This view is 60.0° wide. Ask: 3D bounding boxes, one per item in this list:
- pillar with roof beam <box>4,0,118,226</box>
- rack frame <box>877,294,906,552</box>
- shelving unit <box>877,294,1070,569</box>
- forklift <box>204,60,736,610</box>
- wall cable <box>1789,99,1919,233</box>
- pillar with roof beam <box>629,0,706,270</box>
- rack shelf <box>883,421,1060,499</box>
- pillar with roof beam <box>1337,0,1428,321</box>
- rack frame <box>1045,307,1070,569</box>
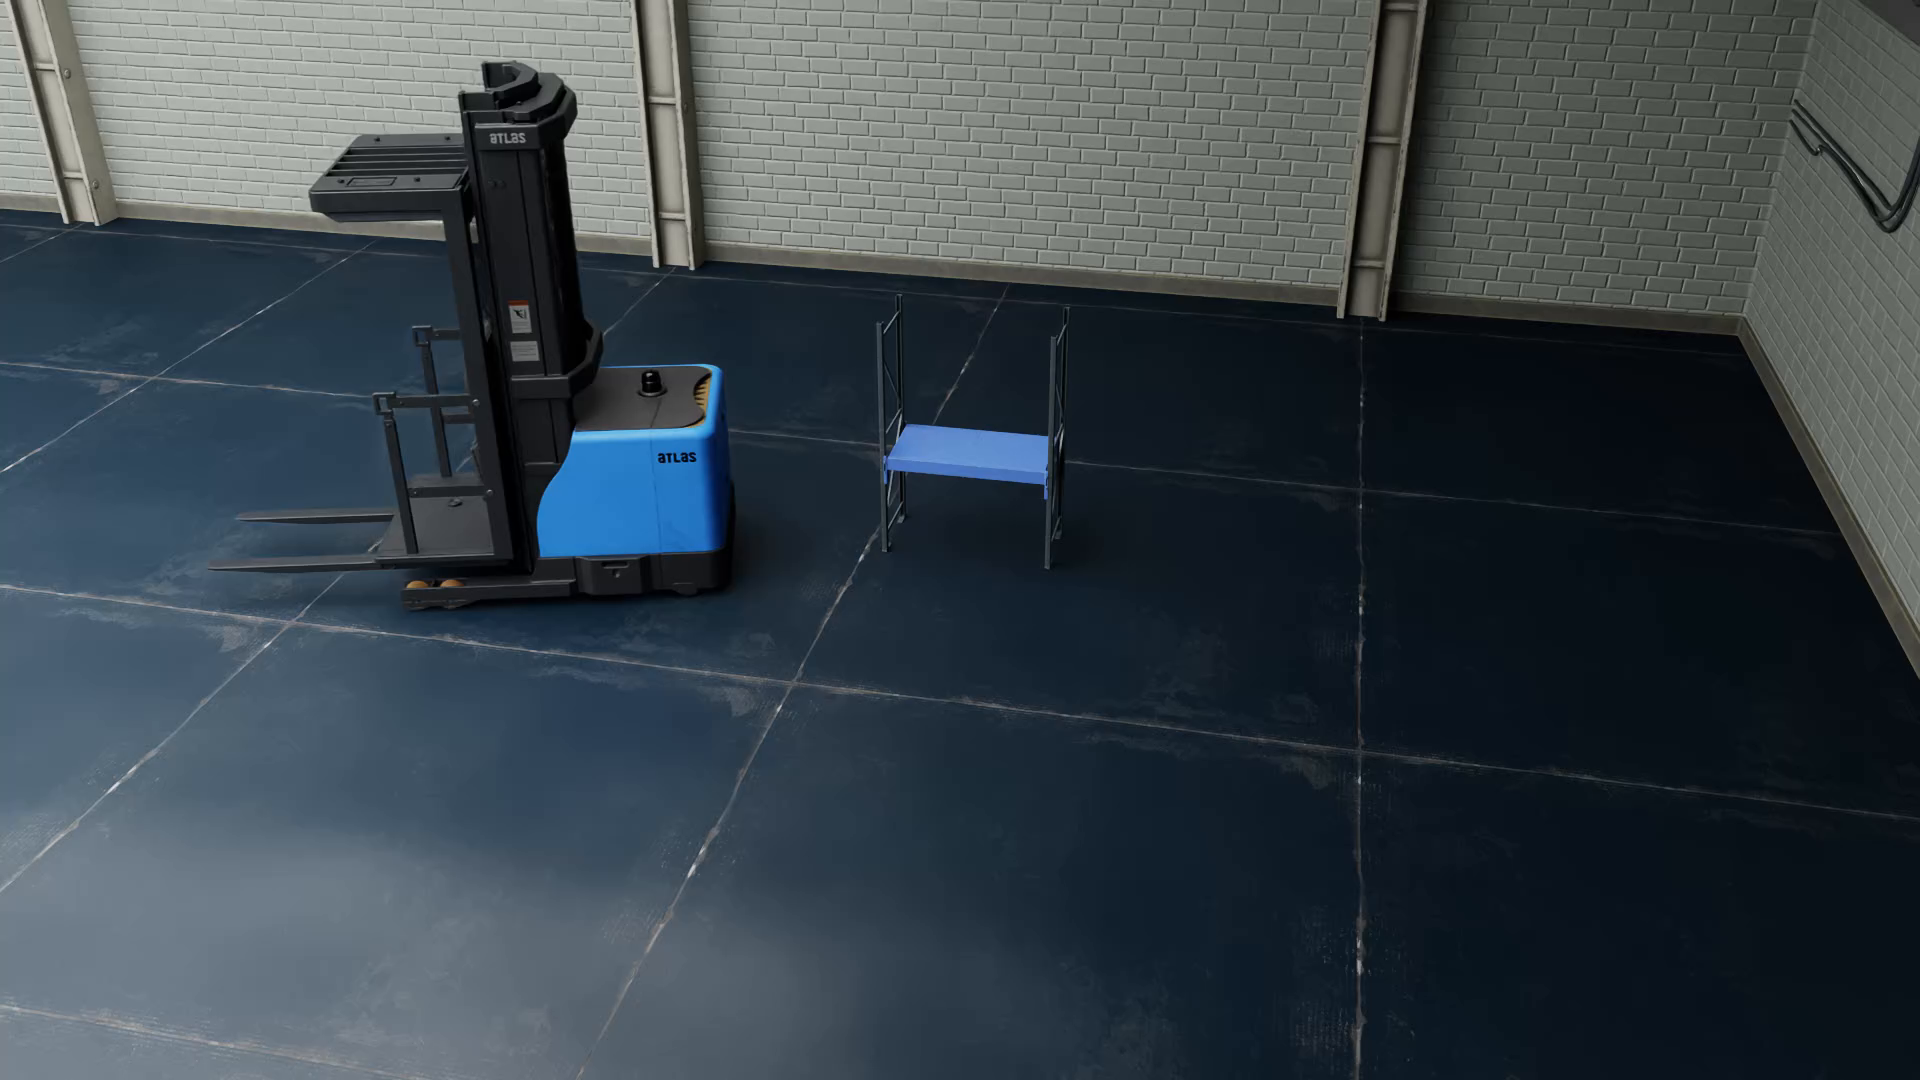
[{"bbox_3d":[-9.285,-5.022,10.214,0.400,9.000,9.100,6,29,11],"label":"pillar with roof beam"},{"bbox_3d":[-0.414,-0.700,10.129,0.032,1.500,0.500,6,29,11],"label":"rack frame"},{"bbox_3d":[0.083,-0.649,10.036,1.048,1.500,0.538,6,29,11],"label":"shelving unit"},{"bbox_3d":[-2.907,-1.142,9.446,3.031,2.935,1.130,-2,29,-4],"label":"forklift"},{"bbox_3d":[5.954,-3.562,10.781,0.112,2.526,3.097,6,29,11],"label":"wall cable"},{"bbox_3d":[-3.418,-4.420,9.115,0.400,9.000,9.100,6,29,11],"label":"pillar with roof beam"},{"bbox_3d":[0.083,-0.492,10.123,1.000,0.185,0.538,6,29,11],"label":"rack shelf"},{"bbox_3d":[2.450,-3.819,8.016,0.400,9.000,9.100,6,29,11],"label":"pillar with roof beam"},{"bbox_3d":[0.581,-0.598,9.943,0.032,1.500,0.500,6,29,11],"label":"rack frame"}]
